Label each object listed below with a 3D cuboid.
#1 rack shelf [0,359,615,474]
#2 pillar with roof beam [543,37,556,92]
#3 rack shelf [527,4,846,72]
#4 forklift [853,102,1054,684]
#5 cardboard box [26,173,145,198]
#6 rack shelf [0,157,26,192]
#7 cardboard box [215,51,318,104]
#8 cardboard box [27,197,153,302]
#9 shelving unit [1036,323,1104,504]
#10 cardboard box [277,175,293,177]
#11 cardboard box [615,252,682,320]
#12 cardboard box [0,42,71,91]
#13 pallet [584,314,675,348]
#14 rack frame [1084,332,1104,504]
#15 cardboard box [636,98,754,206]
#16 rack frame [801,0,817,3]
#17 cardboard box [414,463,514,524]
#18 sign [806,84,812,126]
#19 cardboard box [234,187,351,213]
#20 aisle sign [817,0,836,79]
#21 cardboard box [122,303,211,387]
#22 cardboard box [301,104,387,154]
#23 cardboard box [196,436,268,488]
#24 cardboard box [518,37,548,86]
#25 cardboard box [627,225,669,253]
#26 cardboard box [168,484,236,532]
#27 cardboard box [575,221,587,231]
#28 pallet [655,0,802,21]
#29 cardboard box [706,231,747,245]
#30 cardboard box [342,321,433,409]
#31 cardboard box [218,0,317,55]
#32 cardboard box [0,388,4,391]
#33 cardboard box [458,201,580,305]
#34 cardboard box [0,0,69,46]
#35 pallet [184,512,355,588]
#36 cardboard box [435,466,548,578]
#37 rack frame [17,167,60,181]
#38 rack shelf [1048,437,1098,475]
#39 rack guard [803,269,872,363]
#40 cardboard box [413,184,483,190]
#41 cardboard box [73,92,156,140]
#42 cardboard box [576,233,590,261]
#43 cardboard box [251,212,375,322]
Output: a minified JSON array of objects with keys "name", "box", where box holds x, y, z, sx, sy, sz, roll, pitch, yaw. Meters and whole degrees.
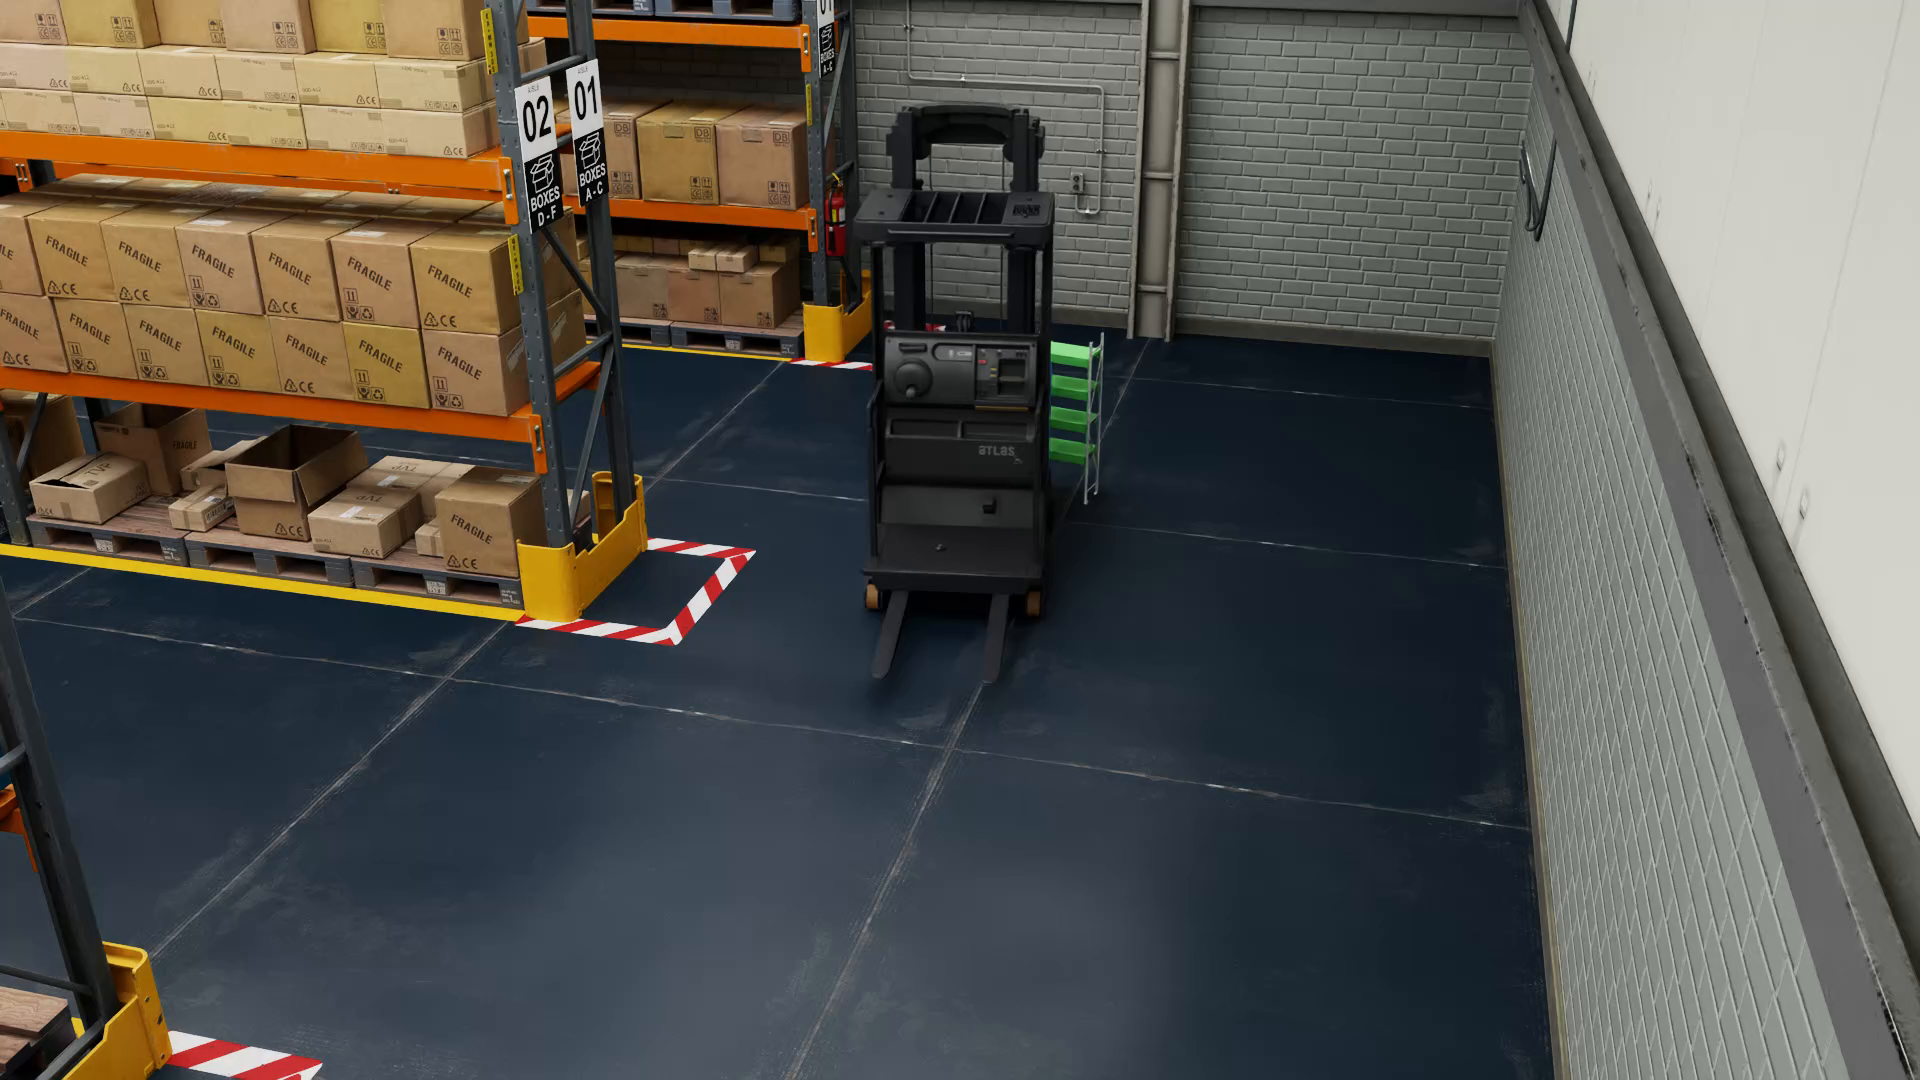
[{"name":"rack shelf","box":[-4.253,-0.983,10.663,4.000,0.370,1.077,6,26,13]},{"name":"pillar with roof beam","box":[-5.138,-4.787,10.836,0.400,9.000,9.100,6,26,13]},{"name":"rack shelf","box":[-3.022,-4.401,14.351,4.000,0.370,1.077,6,26,13]},{"name":"forklift","box":[-0.013,-1.000,9.941,1.130,2.935,3.031,2,26,5]},{"name":"cardboard box","box":[-5.635,-2.073,10.834,0.500,0.500,0.500,6,26,13]},{"name":"rack shelf","box":[-10.770,-3.903,16.795,4.000,0.370,1.077,6,26,13]},{"name":"cardboard box","box":[-3.844,-2.664,9.459,0.500,0.250,0.500,6,26,13]},{"name":"cardboard box","box":[-5.303,-1.796,10.254,0.500,0.500,0.500,5,26,11]},{"name":"shelving unit","box":[0.715,-0.887,11.717,0.503,1.200,0.258,11,28,23]},{"name":"cardboard box","box":[-6.118,-3.467,15.311,0.250,0.149,0.380,6,26,13]},{"name":"cardboard box","box":[-2.760,-2.358,15.133,0.500,0.500,0.700,5,26,11]},{"name":"cardboard box","box":[-5.296,-2.827,9.801,0.500,0.250,0.500,6,26,13]},{"name":"pallet","box":[-3.057,-2.082,15.378,1.213,0.211,1.003,6,26,13]},{"name":"rack frame","box":[0.936,-0.842,11.623,0.015,1.200,0.240,11,28,23]},{"name":"cardboard box","box":[-2.289,-3.416,14.587,0.700,0.700,0.980,6,26,13]},{"name":"rack frame","box":[-1.085,-5.866,13.102,0.127,3.000,1.000,6,26,13]},{"name":"cardboard box","box":[-3.256,-0.281,11.038,0.500,0.250,0.500,6,26,13]},{"name":"sign","box":[-1.234,-3.562,13.620,0.005,0.325,0.100,6,26,13]},{"name":"cardboard box","box":[-4.163,-1.910,10.494,0.500,0.500,0.500,6,26,13]},{"name":"aisle sign","box":[-1.090,-4.198,13.554,0.004,0.787,0.394,6,26,13]},{"name":"cardboard box","box":[-4.783,-1.292,10.357,0.500,0.500,0.500,6,26,13]},{"name":"cardboard box","box":[-3.360,-2.384,9.453,0.500,0.250,0.500,6,26,13]},{"name":"cardboard box","box":[-4.841,-0.484,11.393,0.500,0.311,0.500,6,26,13]},{"name":"cardboard box","box":[-2.748,-2.770,9.682,0.500,0.250,0.500,6,26,13]},{"name":"cardboard box","box":[-2.846,-2.749,15.199,0.250,0.149,0.380,7,26,14]},{"name":"cardboard box","box":[-4.997,-0.218,11.003,0.250,0.166,0.380,6,26,13]},{"name":"cardboard box","box":[-3.585,-2.831,15.371,0.250,0.149,0.380,5,26,11]},{"name":"pallet","box":[-1.807,-4.546,13.923,1.213,0.211,1.003,6,26,13]},{"name":"cardboard box","box":[-2.108,-2.668,15.029,0.250,0.149,0.380,6,26,13]},{"name":"cardboard box","box":[-3.320,-1.128,10.014,0.500,0.500,0.500,7,26,13]},{"name":"cardboard box","box":[-3.791,-3.091,9.484,0.500,0.500,0.700,6,26,13]},{"name":"cardboard box","box":[-7.117,-0.798,11.833,0.500,0.500,0.500,7,26,14]},{"name":"cardboard box","box":[-2.680,-1.748,10.153,0.500,0.500,0.500,7,26,15]},{"name":"cardboard box","box":[-5.260,-3.225,9.765,0.500,0.500,0.700,6,26,13]},{"name":"pallet","box":[-4.339,-0.060,11.130,1.213,0.211,1.003,6,26,13]},{"name":"cardboard box","box":[-2.904,-0.120,10.408,0.500,0.500,0.500,6,26,13]},{"name":"rack frame","box":[-8.833,-4.013,16.190,0.127,3.000,1.000,6,26,13]},{"name":"rack shelf","box":[0.715,-0.612,11.847,0.480,0.148,0.258,11,28,23]},{"name":"rack guard","box":[-1.062,-2.026,14.923,0.348,0.500,1.175,6,26,13]},{"name":"cardboard box","box":[-4.438,-3.656,15.090,0.700,0.700,0.980,7,26,14]},{"name":"cardboard box","box":[-4.813,-2.545,9.790,0.500,0.250,0.500,6,26,13]},{"name":"cardboard box","box":[-3.469,-2.648,14.987,0.250,0.149,0.380,6,26,12]},{"name":"cardboard box","box":[-3.808,-1.631,9.907,0.500,0.500,0.500,7,26,14]}]
